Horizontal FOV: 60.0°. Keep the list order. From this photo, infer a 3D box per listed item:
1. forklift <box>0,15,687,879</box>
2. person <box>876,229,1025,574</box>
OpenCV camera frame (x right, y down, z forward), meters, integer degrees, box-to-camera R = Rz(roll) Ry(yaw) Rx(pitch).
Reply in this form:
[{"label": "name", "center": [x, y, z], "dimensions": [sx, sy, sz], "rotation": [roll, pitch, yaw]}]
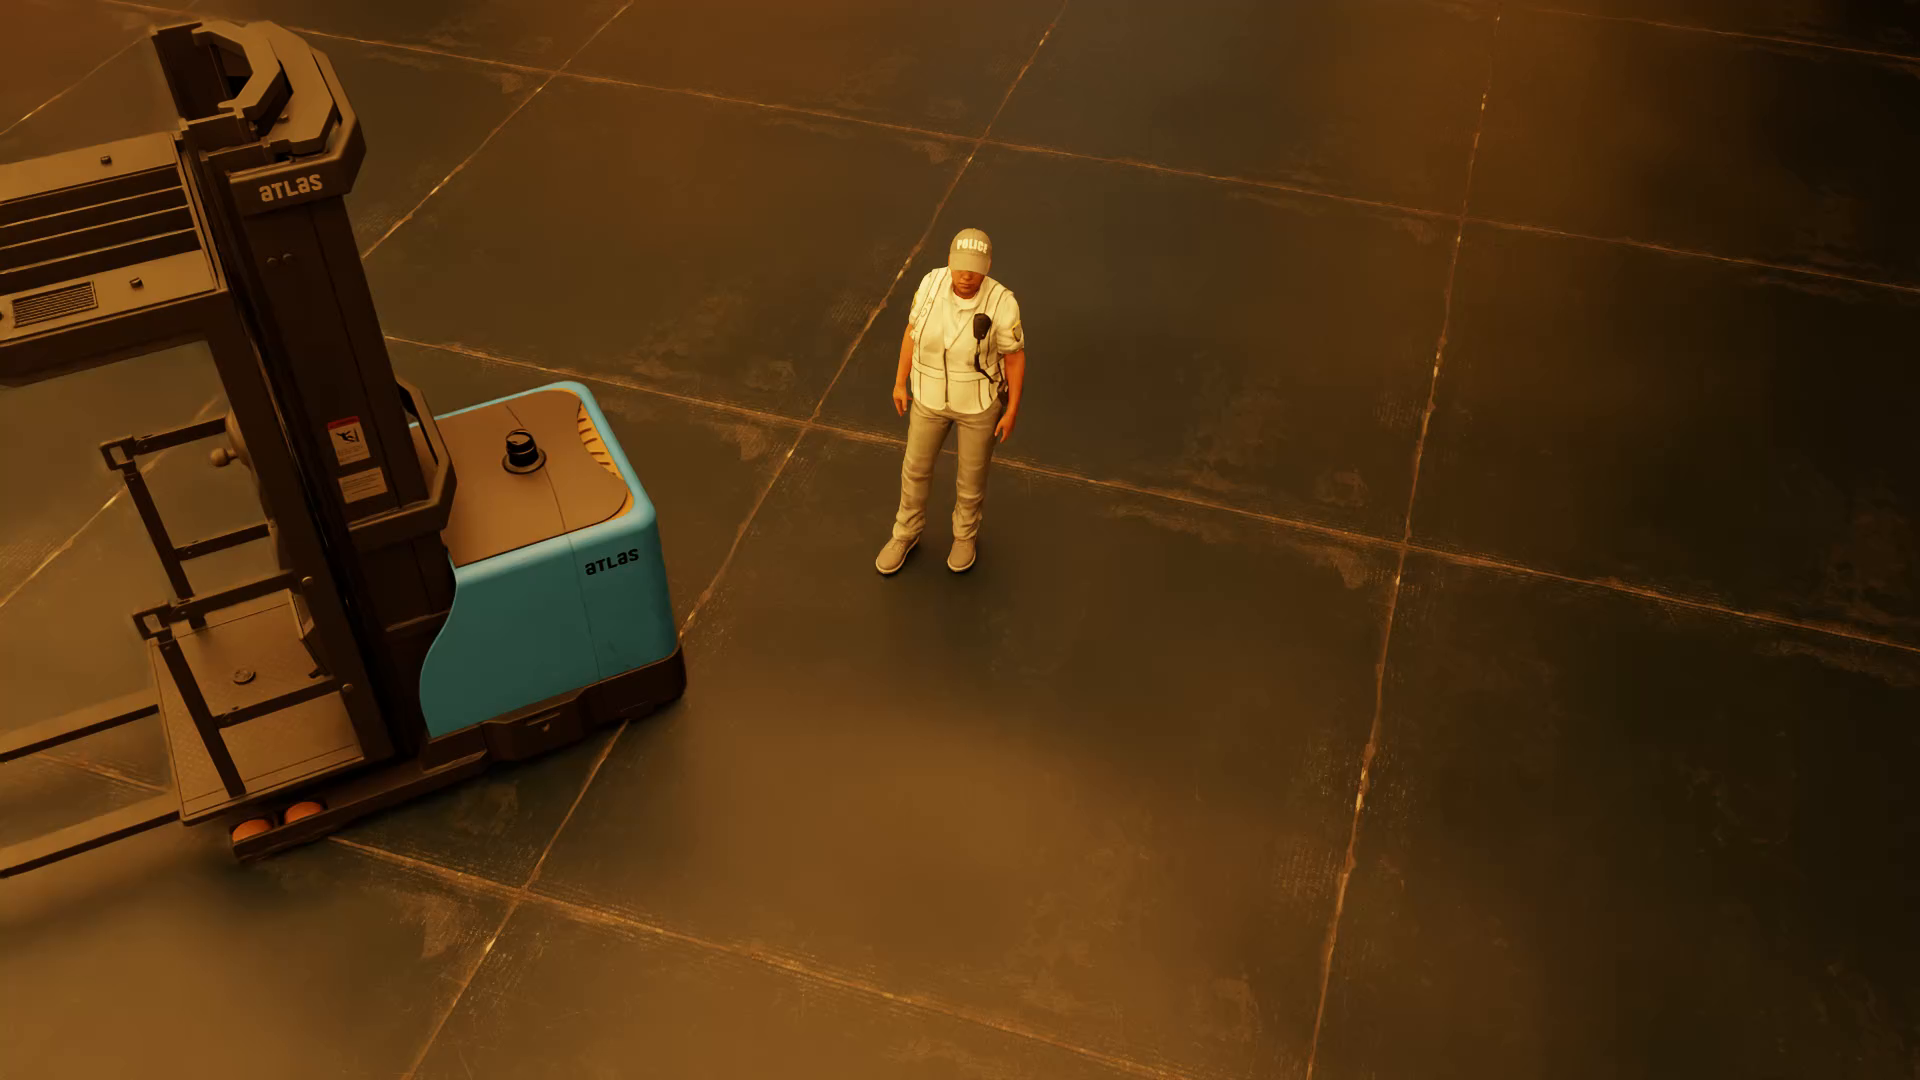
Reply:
[{"label": "forklift", "center": [-2.715, -0.236, 5.942], "dimensions": [3.031, 2.935, 1.130], "rotation": [-19, 46, -19]}, {"label": "person", "center": [-0.045, -0.570, 7.220], "dimensions": [0.598, 1.670, 0.529], "rotation": [12, 44, 13]}]
